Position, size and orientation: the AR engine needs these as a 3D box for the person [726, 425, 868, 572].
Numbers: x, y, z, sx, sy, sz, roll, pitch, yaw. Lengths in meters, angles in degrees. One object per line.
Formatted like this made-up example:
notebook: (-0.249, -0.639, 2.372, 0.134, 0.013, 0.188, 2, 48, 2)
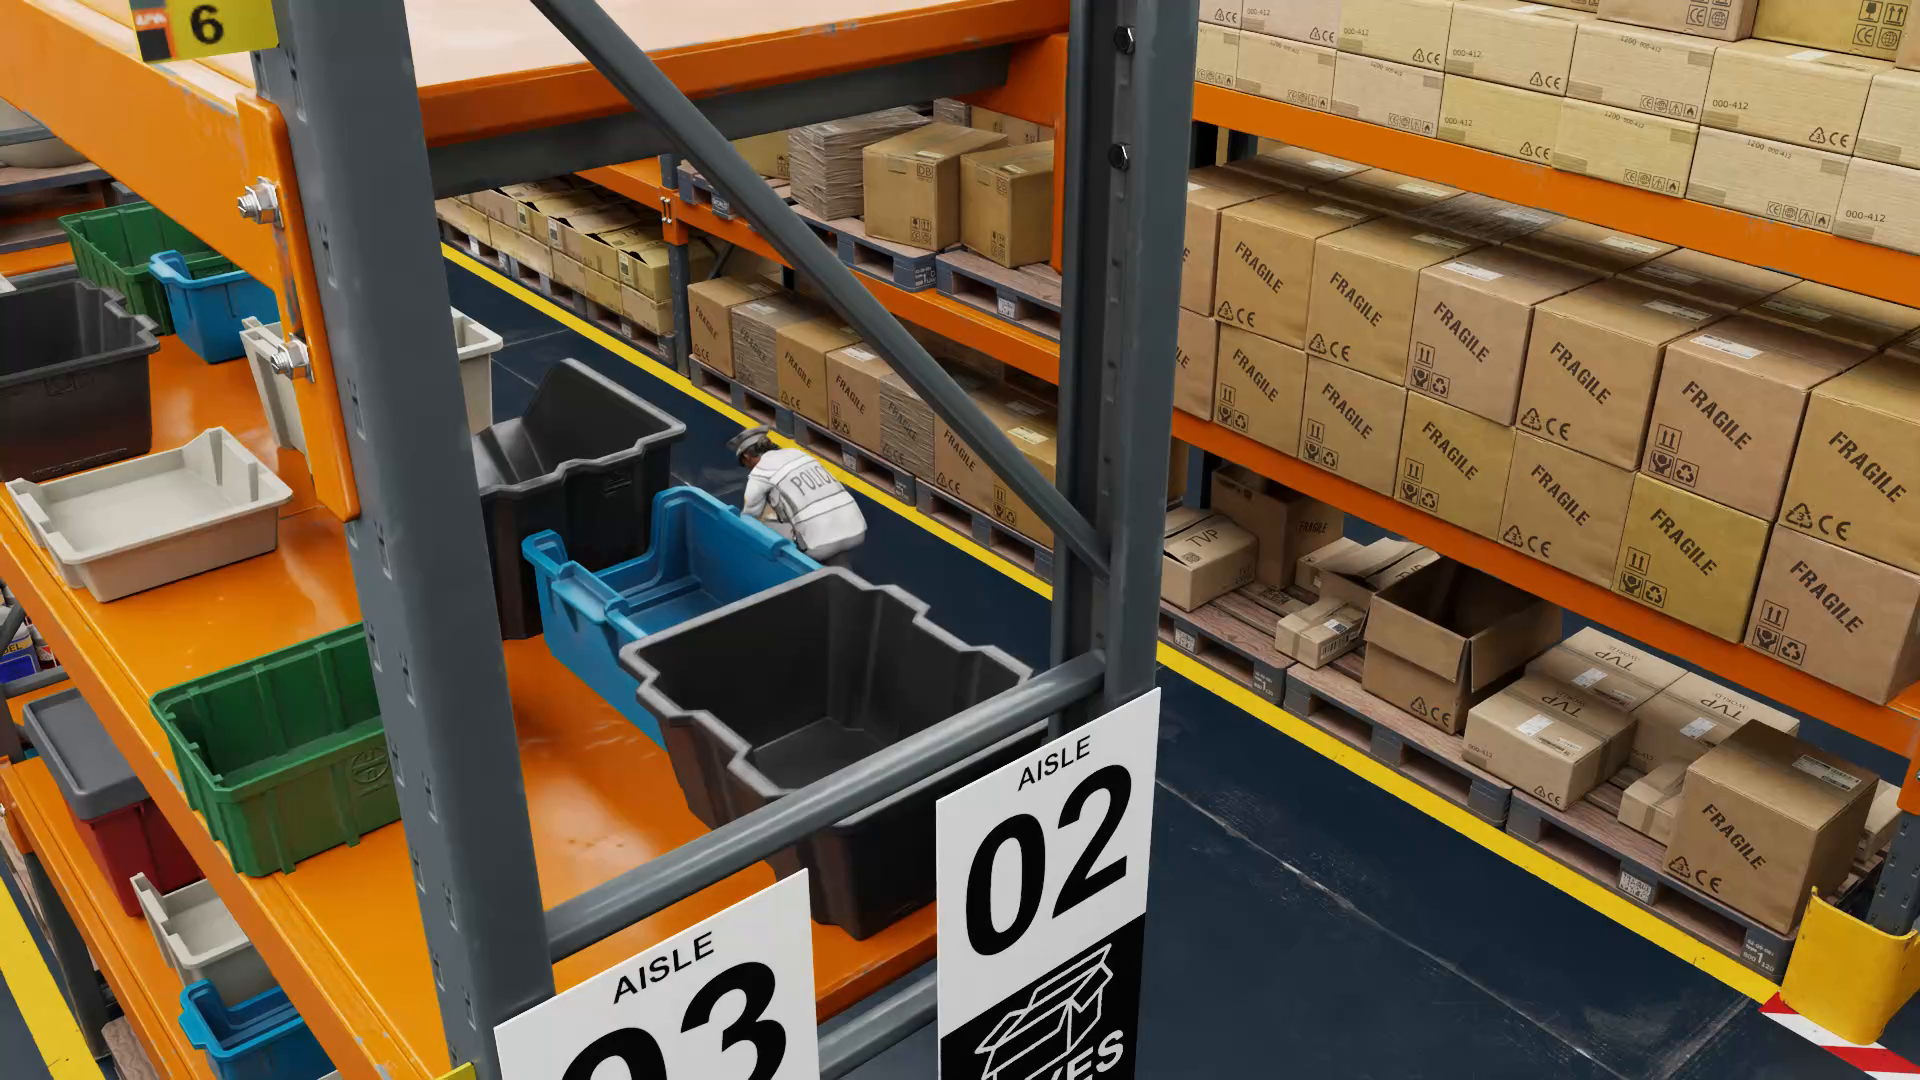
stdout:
person: (-0.864, -0.143, 8.778, 0.479, 0.846, 0.869, -22, 35, -35)
